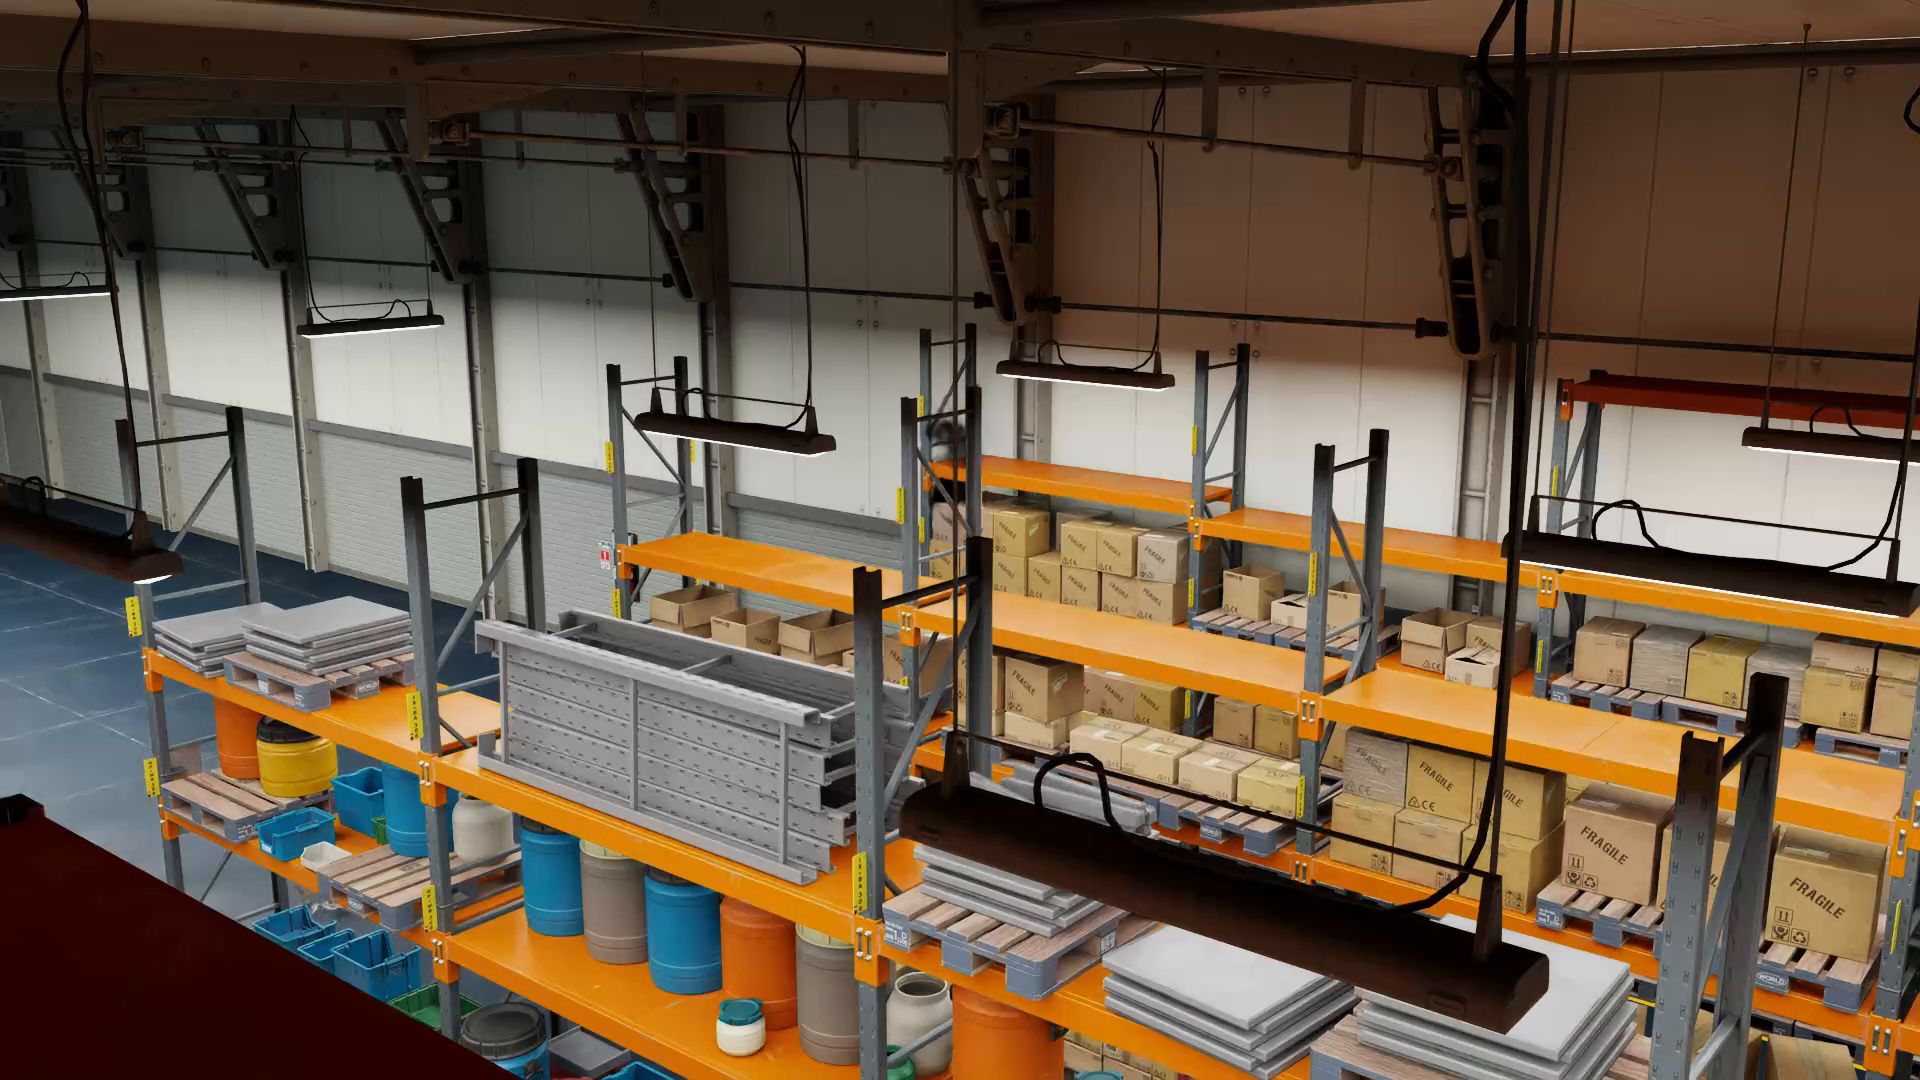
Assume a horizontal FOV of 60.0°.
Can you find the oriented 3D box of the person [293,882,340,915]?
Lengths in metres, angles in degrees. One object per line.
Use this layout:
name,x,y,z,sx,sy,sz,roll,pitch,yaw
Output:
person,-6.999,3.318,17.970,0.702,1.634,0.513,-5,14,-22
